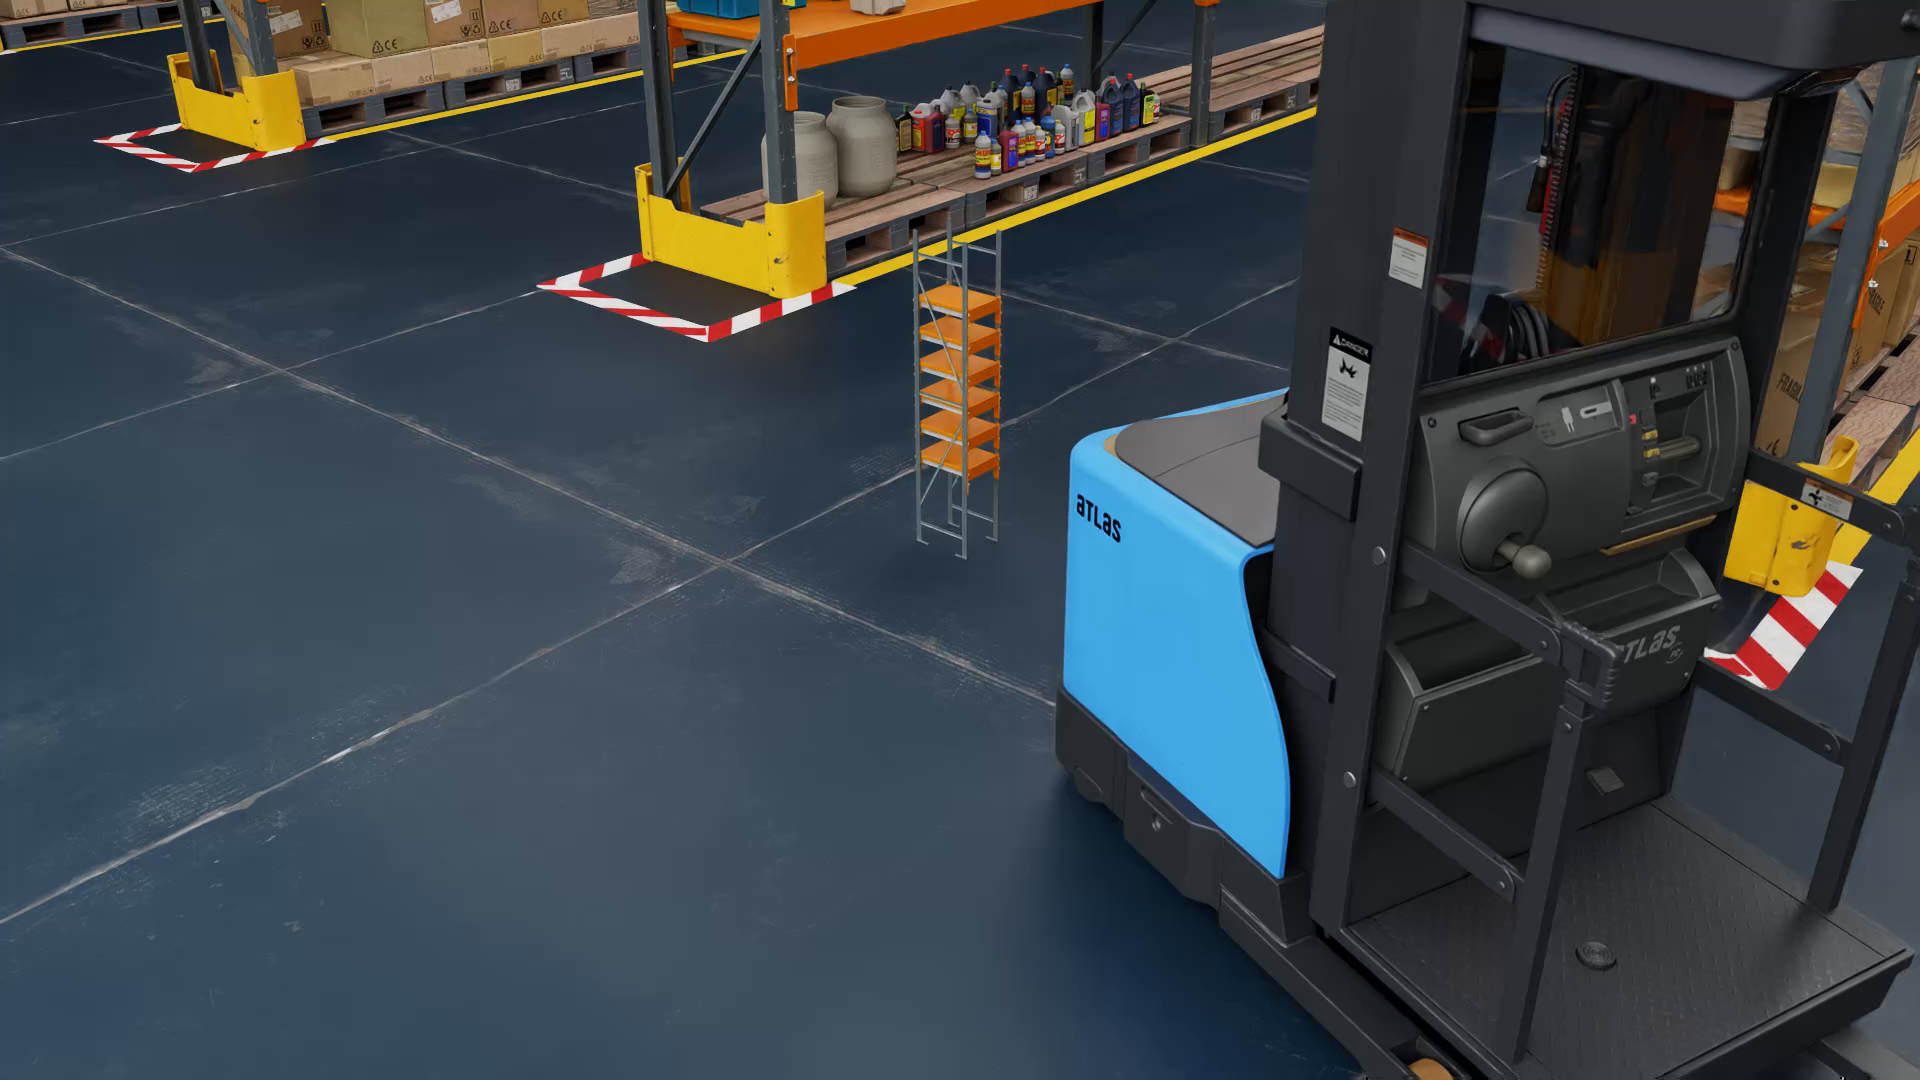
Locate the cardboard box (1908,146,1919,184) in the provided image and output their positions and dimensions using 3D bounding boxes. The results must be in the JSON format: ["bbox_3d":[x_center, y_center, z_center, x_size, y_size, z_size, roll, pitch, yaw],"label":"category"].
[{"bbox_3d":[3.275,-1.410,5.985,0.380,0.149,0.250,21,34,34],"label":"cardboard box"}]

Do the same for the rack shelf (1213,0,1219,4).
[{"bbox_3d":[2.560,-4.578,12.619,1.077,0.370,4.000,21,34,34],"label":"rack shelf"}]

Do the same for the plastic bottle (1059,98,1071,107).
[{"bbox_3d":[0.677,-2.703,10.689,0.061,0.283,0.133,21,34,34],"label":"plastic bottle"}]

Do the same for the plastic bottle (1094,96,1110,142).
[{"bbox_3d":[0.907,-2.727,10.735,0.061,0.283,0.133,23,35,38],"label":"plastic bottle"}]

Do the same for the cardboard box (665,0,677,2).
[{"bbox_3d":[-2.492,-4.835,14.867,0.500,0.250,0.500,20,34,34],"label":"cardboard box"}]

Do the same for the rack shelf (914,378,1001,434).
[{"bbox_3d":[-0.009,-0.488,5.985,0.258,0.103,0.180,21,34,34],"label":"rack shelf"}]

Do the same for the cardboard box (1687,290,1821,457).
[{"bbox_3d":[2.975,-0.616,6.439,0.500,0.500,0.500,-21,34,-35],"label":"cardboard box"}]

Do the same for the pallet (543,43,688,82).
[{"bbox_3d":[-3.070,-4.130,14.003,1.003,0.211,1.213,21,34,34],"label":"pallet"}]

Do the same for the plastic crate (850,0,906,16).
[{"bbox_3d":[-0.439,-2.877,8.833,0.298,0.136,0.250,21,34,34],"label":"plastic crate"}]

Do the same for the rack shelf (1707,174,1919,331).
[{"bbox_3d":[3.837,-1.713,7.079,1.077,0.370,4.000,21,34,34],"label":"rack shelf"}]

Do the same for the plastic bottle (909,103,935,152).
[{"bbox_3d":[-0.245,-2.617,10.530,0.152,0.276,0.135,21,34,35],"label":"plastic bottle"}]

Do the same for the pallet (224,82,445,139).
[{"bbox_3d":[-4.622,-3.265,12.331,1.003,0.211,1.213,21,34,34],"label":"pallet"}]

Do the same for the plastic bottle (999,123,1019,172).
[{"bbox_3d":[0.295,-2.386,10.076,0.061,0.283,0.133,21,34,35],"label":"plastic bottle"}]

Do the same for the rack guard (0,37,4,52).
[{"bbox_3d":[-8.853,-4.583,14.565,1.175,0.500,0.348,21,34,34],"label":"rack guard"}]

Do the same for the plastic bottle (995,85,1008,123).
[{"bbox_3d":[0.269,-2.878,11.038,0.097,0.271,0.097,0,27,0],"label":"plastic bottle"}]

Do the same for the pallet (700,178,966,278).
[{"bbox_3d":[-0.724,-1.859,9.614,1.003,0.211,1.213,21,34,34],"label":"pallet"}]

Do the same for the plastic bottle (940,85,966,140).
[{"bbox_3d":[-0.055,-2.759,10.723,0.144,0.351,0.185,22,35,36],"label":"plastic bottle"}]

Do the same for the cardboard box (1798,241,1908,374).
[{"bbox_3d":[3.742,-1.054,7.287,0.500,0.500,0.500,25,36,39],"label":"cardboard box"}]

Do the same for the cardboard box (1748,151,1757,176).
[{"bbox_3d":[2.747,-1.461,6.084,0.380,0.149,0.250,21,34,34],"label":"cardboard box"}]

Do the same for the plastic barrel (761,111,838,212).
[{"bbox_3d":[-0.897,-2.108,9.311,0.421,0.512,0.421,0,27,0],"label":"plastic barrel"}]

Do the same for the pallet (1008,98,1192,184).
[{"bbox_3d":[0.828,-2.724,11.287,1.003,0.211,1.213,21,34,34],"label":"pallet"}]

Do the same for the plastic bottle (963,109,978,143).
[{"bbox_3d":[0.066,-2.673,10.719,0.097,0.201,0.097,0,27,0],"label":"plastic bottle"}]

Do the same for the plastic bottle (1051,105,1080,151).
[{"bbox_3d":[0.666,-2.623,10.541,0.152,0.276,0.135,21,34,35],"label":"plastic bottle"}]

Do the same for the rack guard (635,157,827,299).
[{"bbox_3d":[-1.245,-1.701,8.994,1.175,0.500,0.348,21,34,34],"label":"rack guard"}]

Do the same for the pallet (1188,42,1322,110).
[{"bbox_3d":[2.533,-3.675,13.123,1.003,0.211,1.213,21,34,34],"label":"pallet"}]

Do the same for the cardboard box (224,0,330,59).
[{"bbox_3d":[-4.965,-3.795,12.041,0.500,0.500,0.500,21,34,34],"label":"cardboard box"}]

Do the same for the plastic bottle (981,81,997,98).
[{"bbox_3d":[0.197,-2.900,11.068,0.061,0.283,0.133,23,35,37],"label":"plastic bottle"}]

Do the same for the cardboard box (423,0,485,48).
[{"bbox_3d":[-3.939,-4.002,12.441,0.500,0.500,0.500,21,34,34],"label":"cardboard box"}]

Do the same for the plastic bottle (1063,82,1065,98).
[{"bbox_3d":[0.682,-3.120,11.584,0.097,0.201,0.097,0,27,0],"label":"plastic bottle"}]

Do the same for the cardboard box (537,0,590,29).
[{"bbox_3d":[-3.301,-4.356,13.124,0.500,0.500,0.500,21,34,34],"label":"cardboard box"}]

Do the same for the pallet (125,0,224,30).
[{"bbox_3d":[-7.533,-5.163,16.000,1.003,0.211,1.213,21,34,34],"label":"pallet"}]

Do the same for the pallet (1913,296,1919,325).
[{"bbox_3d":[4.709,-1.254,8.445,1.003,0.211,1.213,21,34,34],"label":"pallet"}]

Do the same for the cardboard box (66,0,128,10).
[{"bbox_3d":[-8.029,-5.088,15.269,0.500,0.311,0.500,24,36,38],"label":"cardboard box"}]

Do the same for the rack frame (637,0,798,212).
[{"bbox_3d":[-1.257,-2.771,8.341,1.000,3.000,0.127,21,34,34],"label":"rack frame"}]

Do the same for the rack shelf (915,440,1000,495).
[{"bbox_3d":[-0.009,-0.275,6.095,0.258,0.103,0.180,21,34,34],"label":"rack shelf"}]

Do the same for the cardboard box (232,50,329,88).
[{"bbox_3d":[-4.963,-3.461,12.212,0.500,0.250,0.500,21,34,34],"label":"cardboard box"}]

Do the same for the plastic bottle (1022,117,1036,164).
[{"bbox_3d":[0.419,-2.463,10.237,0.097,0.271,0.097,0,27,0],"label":"plastic bottle"}]

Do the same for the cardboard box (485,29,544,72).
[{"bbox_3d":[-3.608,-3.841,12.946,0.500,0.250,0.500,21,34,34],"label":"cardboard box"}]

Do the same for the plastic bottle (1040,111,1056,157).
[{"bbox_3d":[0.547,-2.535,10.376,0.097,0.271,0.097,0,27,0],"label":"plastic bottle"}]

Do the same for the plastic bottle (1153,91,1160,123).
[{"bbox_3d":[1.297,-2.922,11.200,0.097,0.201,0.097,0,27,0],"label":"plastic bottle"}]

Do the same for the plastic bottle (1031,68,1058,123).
[{"bbox_3d":[0.565,-3.001,11.190,0.144,0.351,0.185,21,34,34],"label":"plastic bottle"}]

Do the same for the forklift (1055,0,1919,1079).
[{"bbox_3d":[1.431,-0.140,3.331,1.130,2.935,3.031,-14,31,-25],"label":"forklift"}]

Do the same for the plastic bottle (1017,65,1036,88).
[{"bbox_3d":[0.454,-3.043,11.271,0.144,0.351,0.185,22,34,36],"label":"plastic bottle"}]

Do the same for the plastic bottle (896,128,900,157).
[{"bbox_3d":[-0.427,-2.502,10.389,0.097,0.201,0.097,0,27,0],"label":"plastic bottle"}]

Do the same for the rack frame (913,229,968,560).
[{"bbox_3d":[-0.067,-0.495,5.902,0.240,1.200,0.006,21,34,34],"label":"rack frame"}]

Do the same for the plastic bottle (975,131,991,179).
[{"bbox_3d":[0.137,-2.306,9.934,0.097,0.271,0.097,0,27,0],"label":"plastic bottle"}]

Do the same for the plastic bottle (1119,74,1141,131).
[{"bbox_3d":[1.100,-2.895,10.986,0.144,0.351,0.185,20,33,33],"label":"plastic bottle"}]

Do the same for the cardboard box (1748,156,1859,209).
[{"bbox_3d":[2.930,-1.243,5.661,0.380,0.149,0.250,21,34,34],"label":"cardboard box"}]

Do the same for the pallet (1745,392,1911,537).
[{"bbox_3d":[3.157,-0.389,6.773,1.003,0.211,1.213,21,34,34],"label":"pallet"}]

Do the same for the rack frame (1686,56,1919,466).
[{"bbox_3d":[2.565,-1.323,5.543,1.000,3.000,0.127,21,34,34],"label":"rack frame"}]

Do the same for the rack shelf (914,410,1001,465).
[{"bbox_3d":[-0.009,-0.382,6.040,0.258,0.103,0.180,21,34,34],"label":"rack shelf"}]

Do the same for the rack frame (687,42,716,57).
[{"bbox_3d":[-2.532,-5.638,13.884,1.000,3.000,0.127,21,34,34],"label":"rack frame"}]

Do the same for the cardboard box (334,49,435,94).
[{"bbox_3d":[-4.249,-3.488,12.264,0.500,0.250,0.500,21,34,34],"label":"cardboard box"}]

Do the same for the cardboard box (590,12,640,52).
[{"bbox_3d":[-2.984,-4.200,13.640,0.500,0.250,0.500,21,34,34],"label":"cardboard box"}]

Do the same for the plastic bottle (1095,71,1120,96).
[{"bbox_3d":[0.989,-2.937,11.067,0.144,0.351,0.185,21,34,34],"label":"plastic bottle"}]

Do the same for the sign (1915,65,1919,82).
[{"bbox_3d":[2.984,-1.549,5.038,0.100,0.325,0.005,21,34,34],"label":"sign"}]

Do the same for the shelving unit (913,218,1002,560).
[{"bbox_3d":[-0.009,-0.528,5.964,0.258,1.200,0.189,21,34,34],"label":"shelving unit"}]
